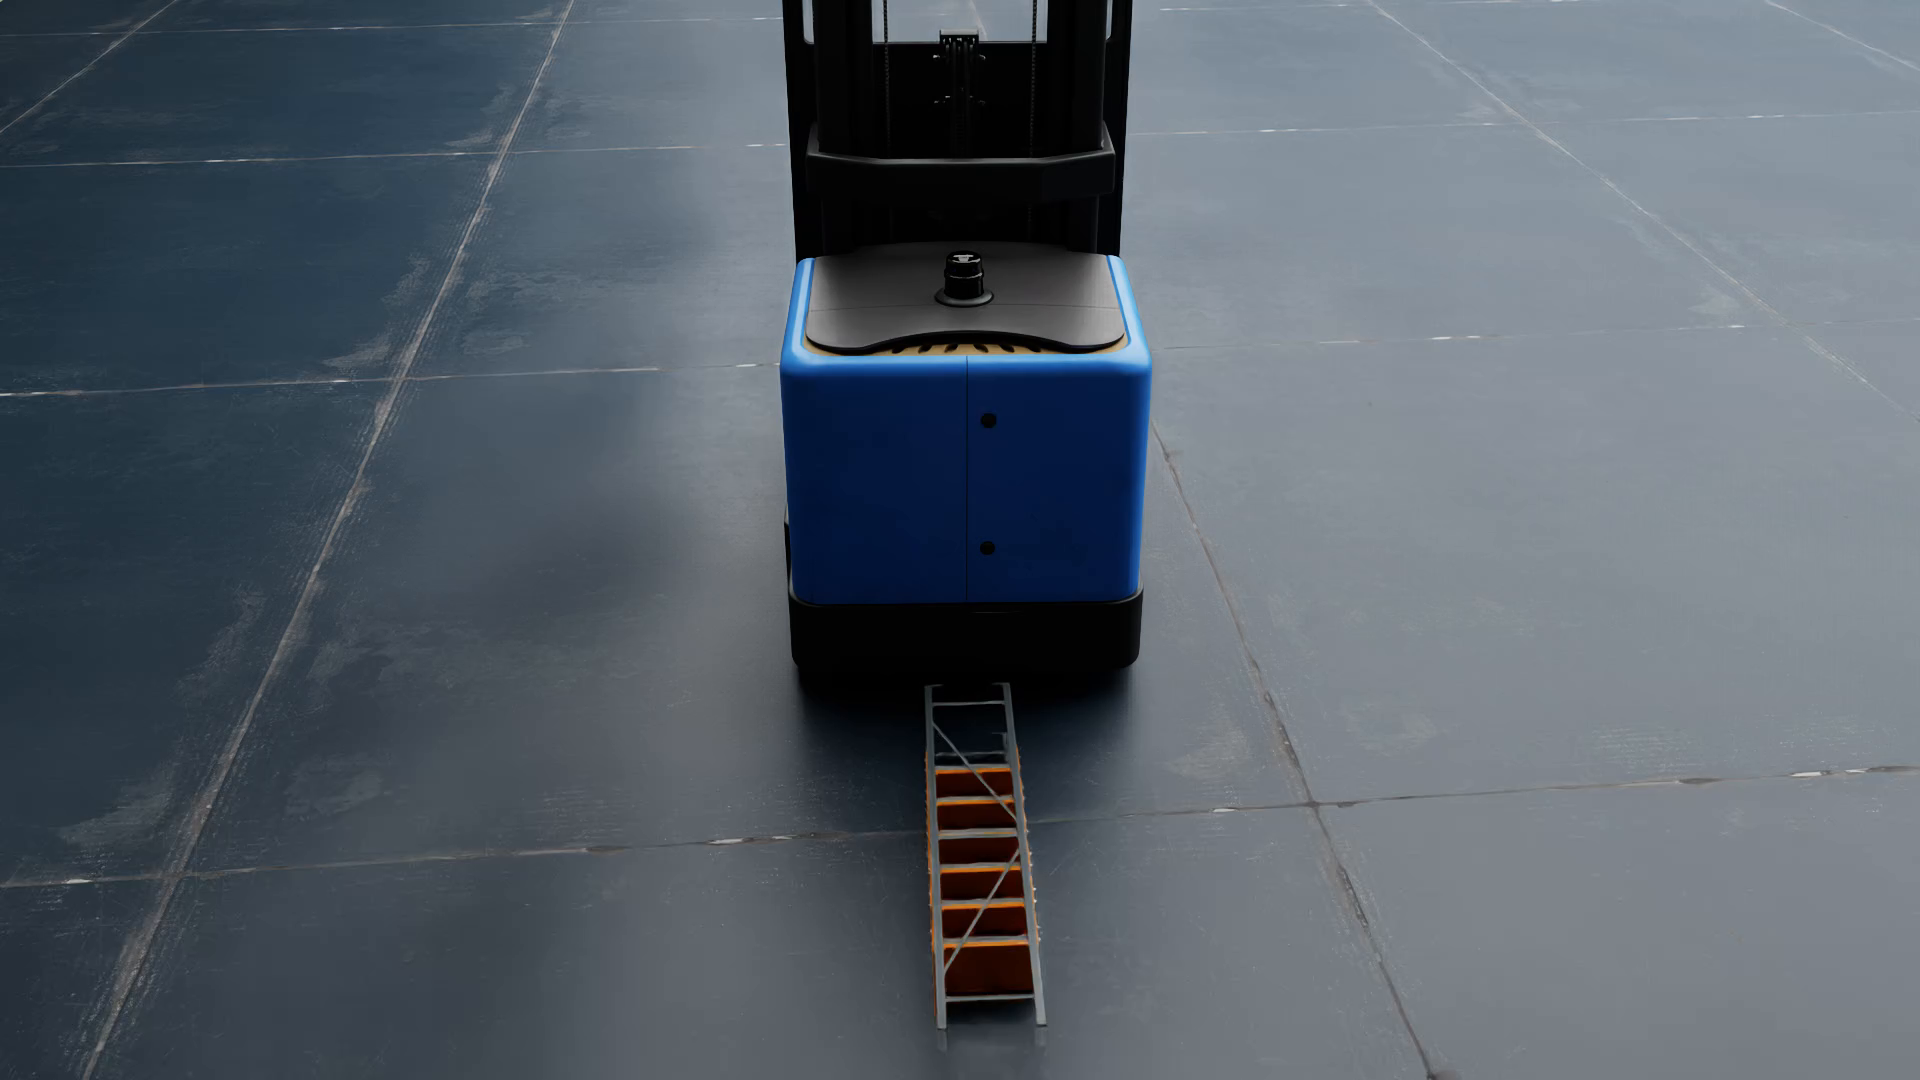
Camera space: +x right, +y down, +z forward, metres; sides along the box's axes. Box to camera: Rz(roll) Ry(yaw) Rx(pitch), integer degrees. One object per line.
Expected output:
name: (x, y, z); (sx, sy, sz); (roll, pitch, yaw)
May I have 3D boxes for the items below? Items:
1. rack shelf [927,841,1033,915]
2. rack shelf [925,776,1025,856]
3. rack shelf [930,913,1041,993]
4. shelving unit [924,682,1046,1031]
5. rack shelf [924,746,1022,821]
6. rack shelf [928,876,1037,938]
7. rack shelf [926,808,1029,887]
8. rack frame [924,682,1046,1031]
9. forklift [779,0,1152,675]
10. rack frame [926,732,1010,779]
rack shelf: (0.049, 0.858, 4.151); (0.258, 0.180, 0.103); (-2, 34, -2)
rack shelf: (0.039, 0.724, 4.350); (0.258, 0.180, 0.103); (-2, 34, -2)
rack shelf: (0.059, 0.992, 3.952); (0.258, 0.180, 0.103); (-2, 34, -2)
shelving unit: (0.046, 0.816, 4.214); (0.258, 0.189, 1.200); (-2, 34, -2)
rack shelf: (0.034, 0.657, 4.449); (0.258, 0.180, 0.103); (-2, 34, -2)
rack shelf: (0.054, 0.925, 4.052); (0.258, 0.180, 0.103); (-2, 34, -2)
rack shelf: (0.044, 0.791, 4.250); (0.258, 0.180, 0.103); (-2, 34, -2)
rack frame: (0.045, 0.740, 4.162); (0.240, 0.006, 1.200); (-2, 34, -2)
forklift: (-0.014, -1.577, 5.533); (1.130, 2.935, 3.031); (-1, 31, -1)
rack frame: (0.047, 0.891, 4.265); (0.240, 0.006, 1.200); (-2, 34, -2)
